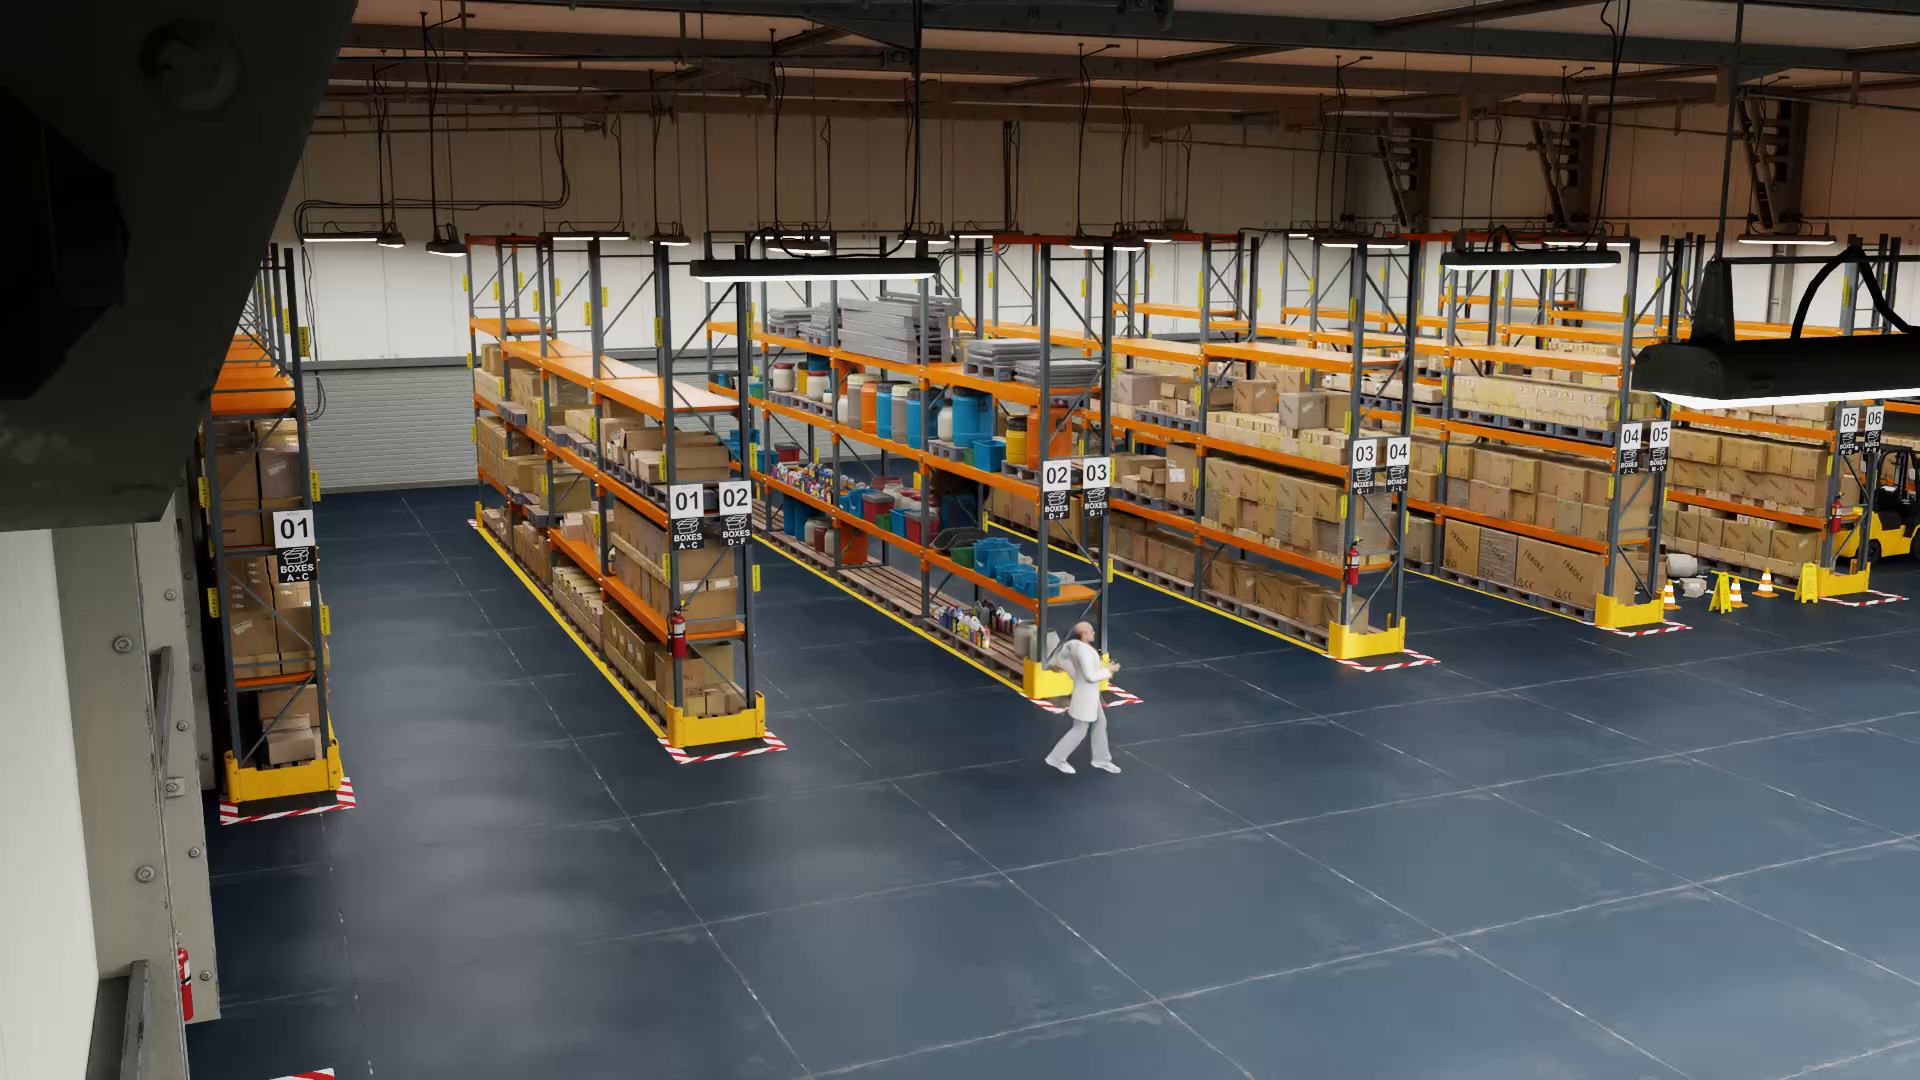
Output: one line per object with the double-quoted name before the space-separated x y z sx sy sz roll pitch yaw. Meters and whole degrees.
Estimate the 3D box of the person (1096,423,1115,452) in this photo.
"person" 3.260 -1.820 38.003 0.683 1.744 0.625 -3 11 -13

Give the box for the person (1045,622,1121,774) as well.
"person" 1.421 1.817 18.980 0.897 1.816 0.693 0 11 -2

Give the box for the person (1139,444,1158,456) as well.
"person" 4.740 -2.447 41.615 0.750 1.582 0.662 5 12 25
